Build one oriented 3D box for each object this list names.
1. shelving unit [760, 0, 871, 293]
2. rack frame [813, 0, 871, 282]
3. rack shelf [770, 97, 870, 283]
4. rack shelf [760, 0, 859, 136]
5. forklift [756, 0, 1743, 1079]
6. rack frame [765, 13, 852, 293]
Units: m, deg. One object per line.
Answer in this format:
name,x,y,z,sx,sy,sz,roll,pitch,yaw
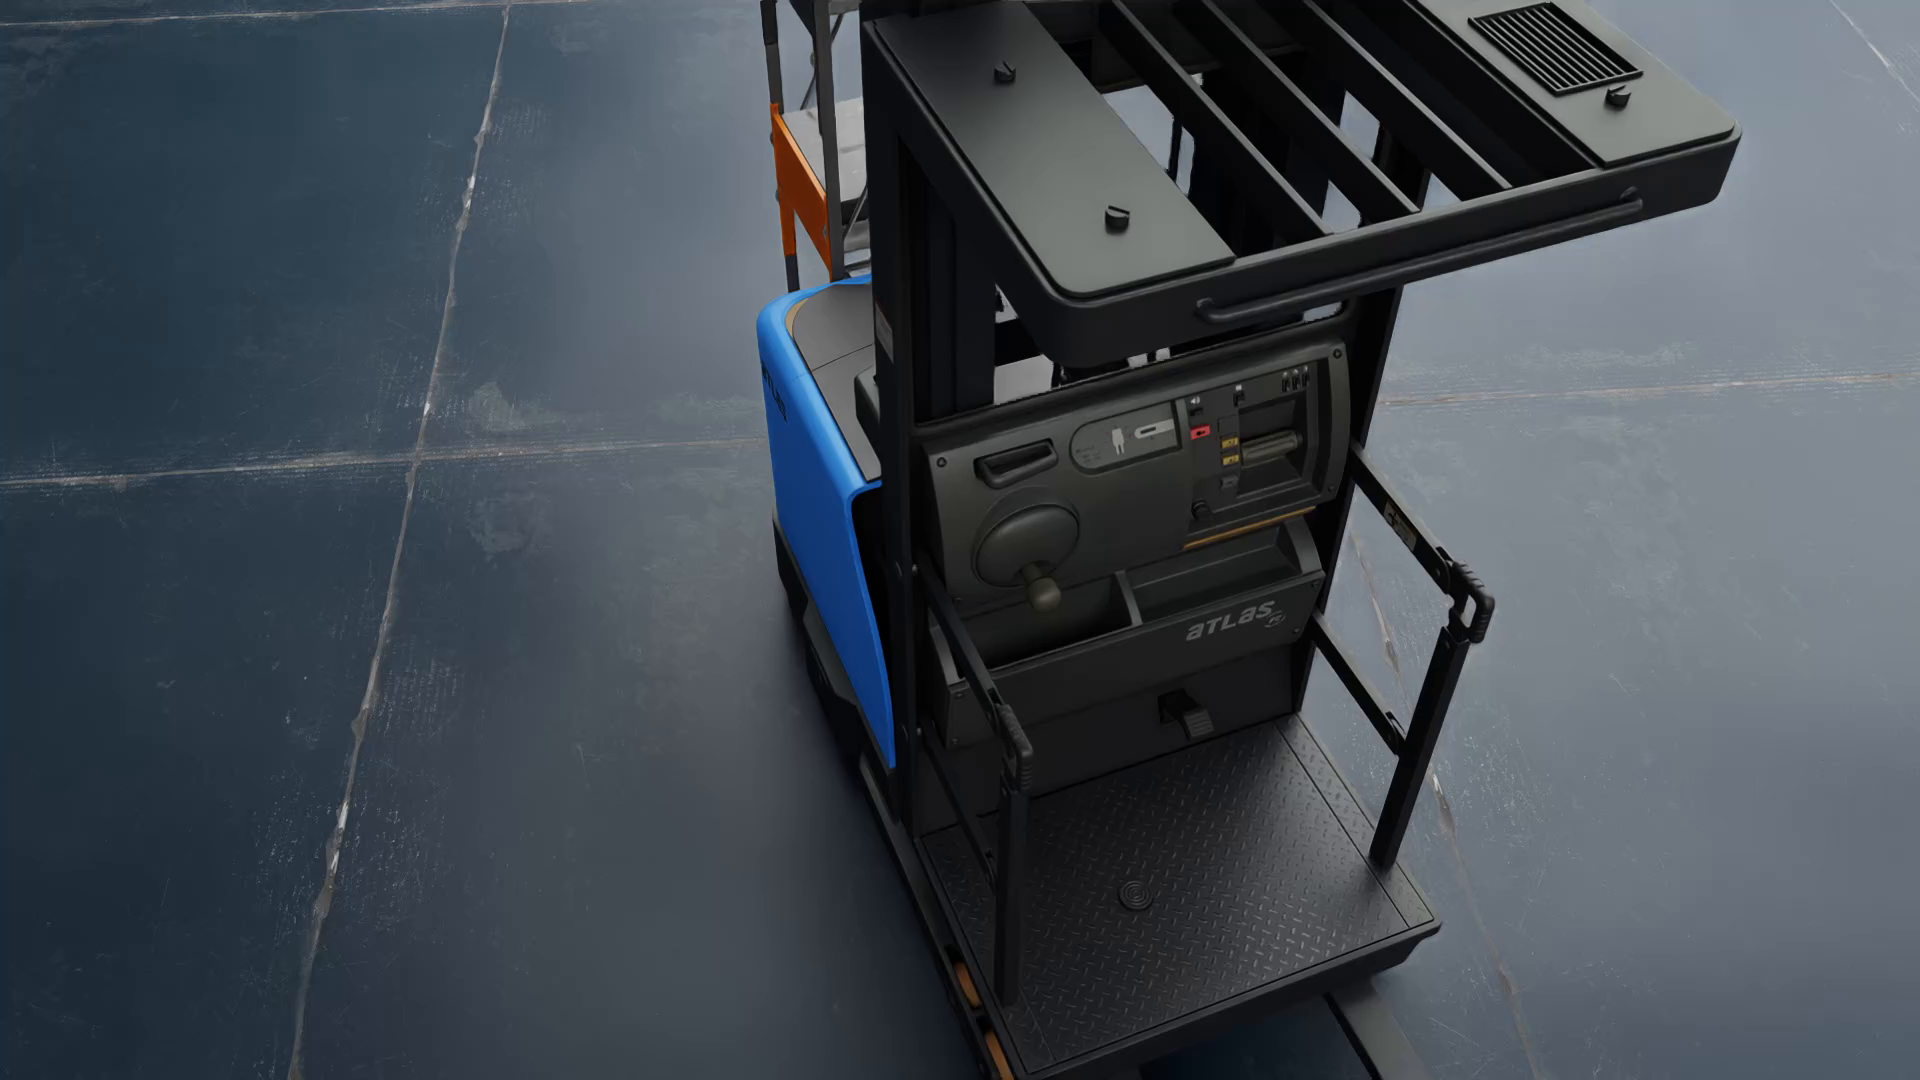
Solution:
shelving unit,-0.249,-0.937,4.691,0.431,2.100,0.503,-16,49,-15
rack frame,-0.159,-0.772,4.535,0.400,2.100,0.015,-16,49,-15
rack shelf,-0.249,-0.927,4.701,0.431,0.518,0.480,-16,49,-15
rack shelf,-0.249,-1.409,4.193,0.431,0.518,0.480,-16,49,-15
forklift,0.463,-0.037,3.267,1.130,2.935,3.031,-16,49,-15
rack frame,-0.339,-1.101,4.847,0.400,2.100,0.015,-16,49,-15
